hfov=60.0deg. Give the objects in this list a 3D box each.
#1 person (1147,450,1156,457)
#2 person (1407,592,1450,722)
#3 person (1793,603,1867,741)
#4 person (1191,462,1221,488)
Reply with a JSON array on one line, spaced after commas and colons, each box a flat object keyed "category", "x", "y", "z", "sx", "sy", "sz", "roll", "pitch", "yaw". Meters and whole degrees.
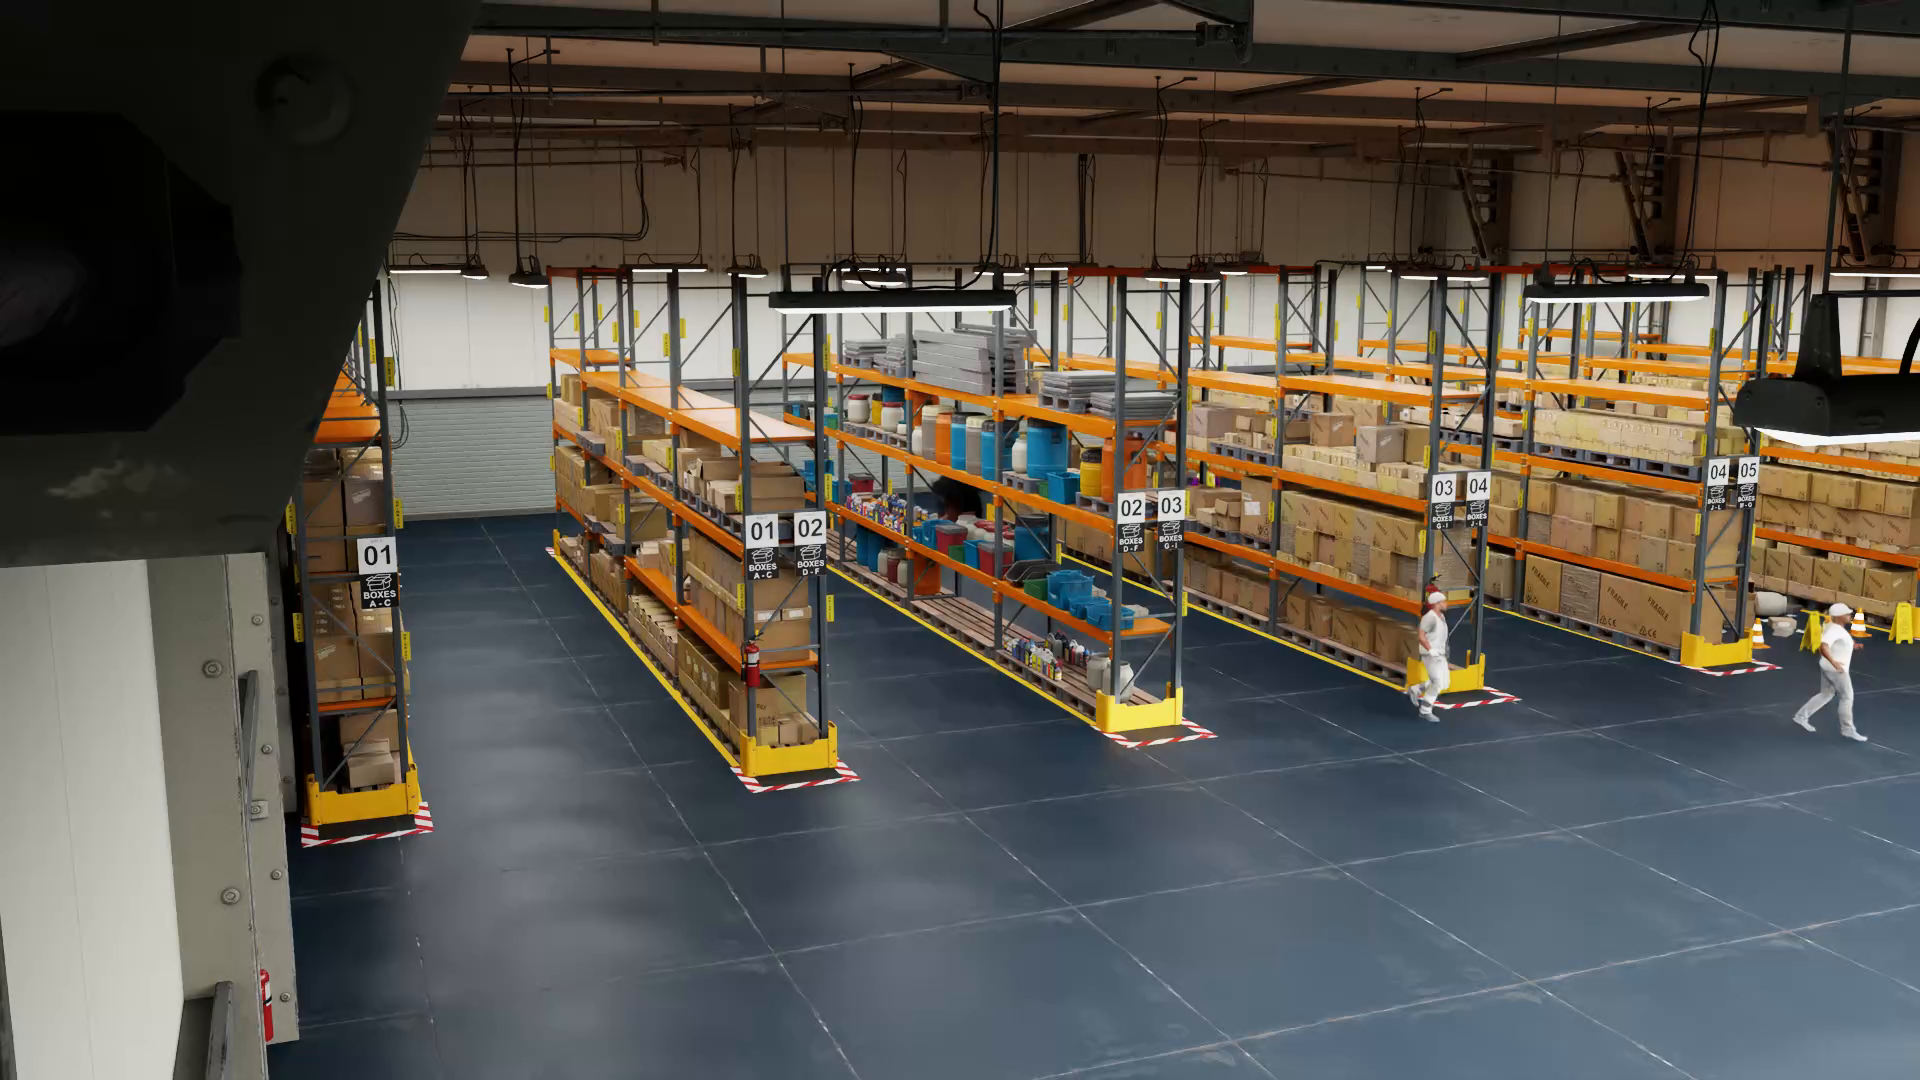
[{"category": "person", "x": 4.426, "y": -1.283, "z": 39.255, "sx": 0.610, "sy": 1.733, "sz": 0.751, "roll": -2, "pitch": 10, "yaw": -11}, {"category": "person", "x": 6.453, "y": 1.569, "z": 22.758, "sx": 0.547, "sy": 1.730, "sz": 0.702, "roll": 7, "pitch": 12, "yaw": 35}, {"category": "person", "x": 11.404, "y": 1.697, "z": 21.673, "sx": 0.868, "sy": 1.782, "sz": 0.685, "roll": 2, "pitch": 10, "yaw": 13}, {"category": "person", "x": 5.407, "y": -0.866, "z": 36.635, "sx": 0.707, "sy": 1.742, "sz": 0.667, "roll": -2, "pitch": 10, "yaw": -12}]
